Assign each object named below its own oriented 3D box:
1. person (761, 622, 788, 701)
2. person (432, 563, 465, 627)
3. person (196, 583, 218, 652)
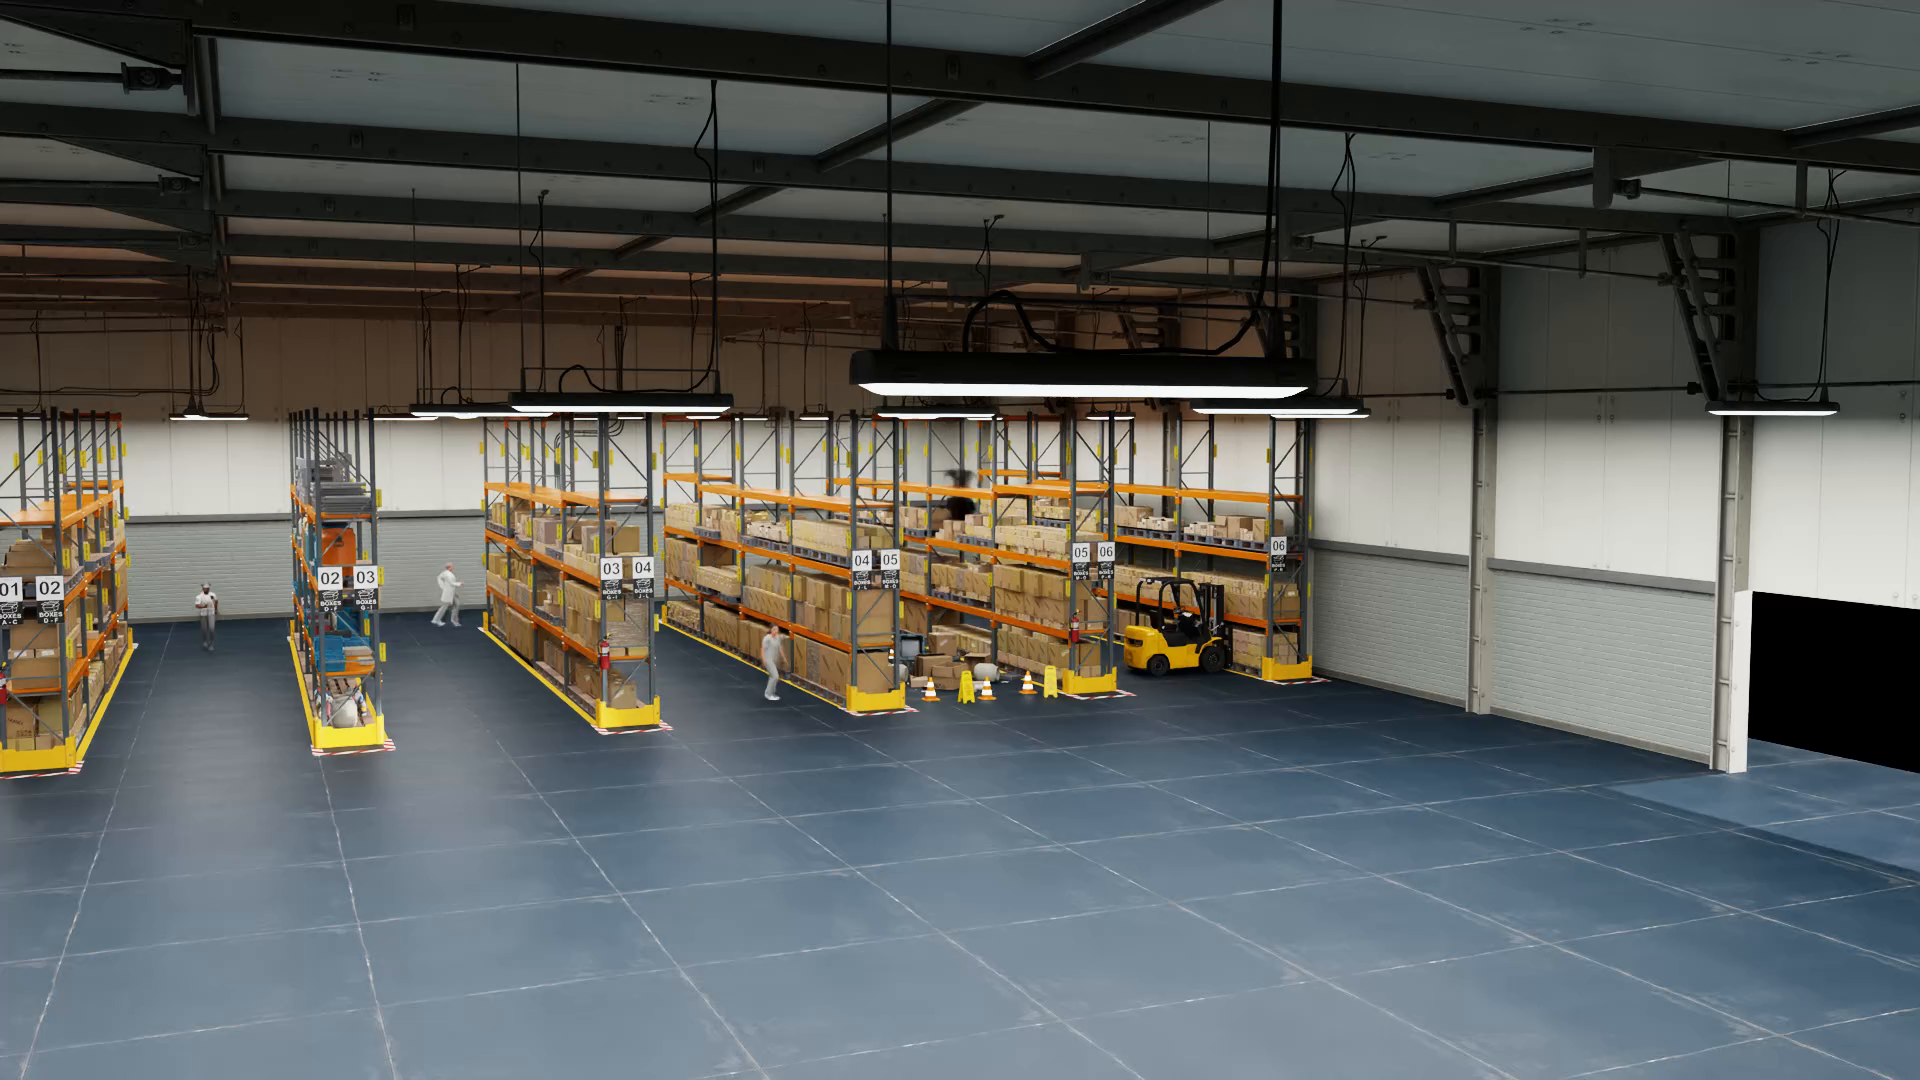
[{"bbox_3d":[-3.874,2.505,34.276,0.564,1.644,0.520,2,4,27],"label":"person"},{"bbox_3d":[-14.392,1.562,46.770,0.931,1.847,0.681,-1,4,-20],"label":"person"},{"bbox_3d":[-19.023,1.938,42.016,0.523,1.749,0.848,-2,4,-25],"label":"person"}]
